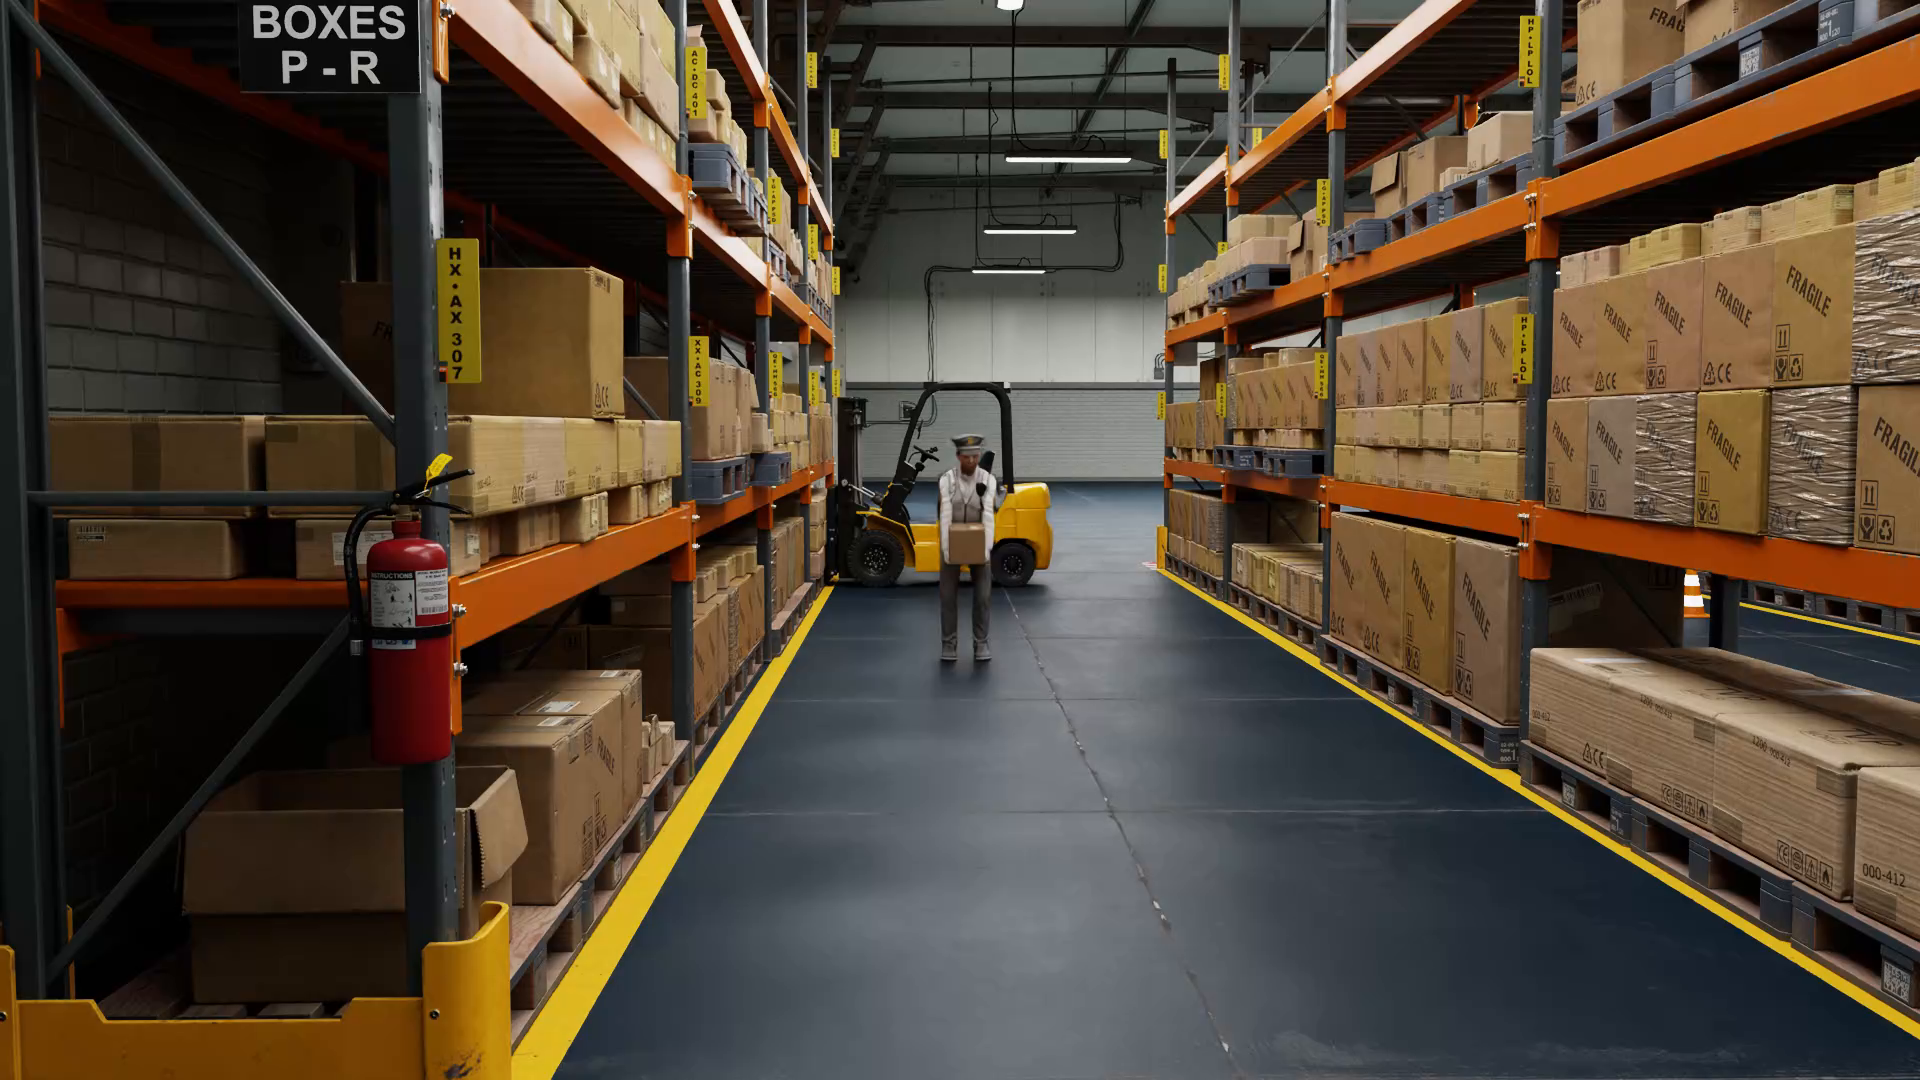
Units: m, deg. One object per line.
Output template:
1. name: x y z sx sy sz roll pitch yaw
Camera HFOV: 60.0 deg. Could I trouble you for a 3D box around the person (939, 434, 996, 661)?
1. person: 0.054 0.059 11.936 0.412 1.630 0.559 0 4 -2
